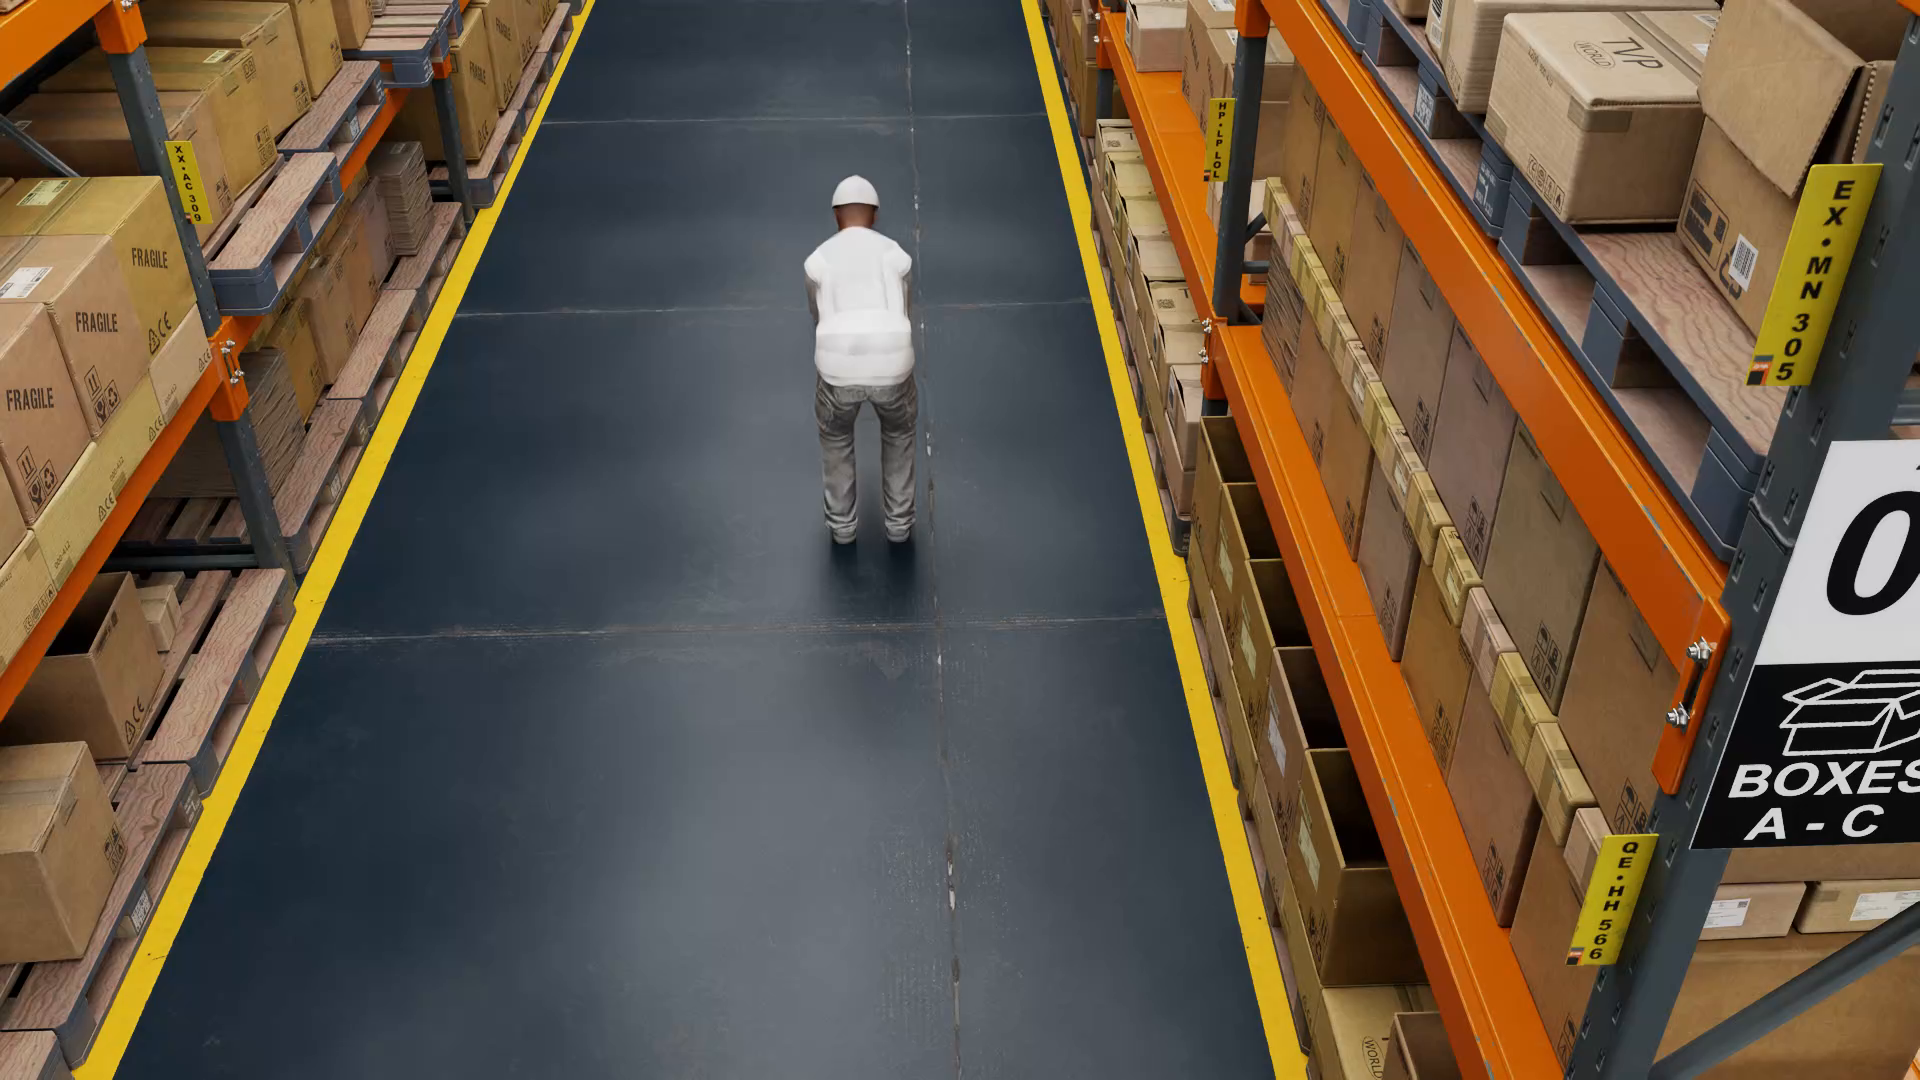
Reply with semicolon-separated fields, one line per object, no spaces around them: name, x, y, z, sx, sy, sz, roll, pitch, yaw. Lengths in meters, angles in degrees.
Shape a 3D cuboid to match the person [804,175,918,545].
person;-0.435;-0.789;7.463;0.479;1.544;0.822;-2;35;-3
